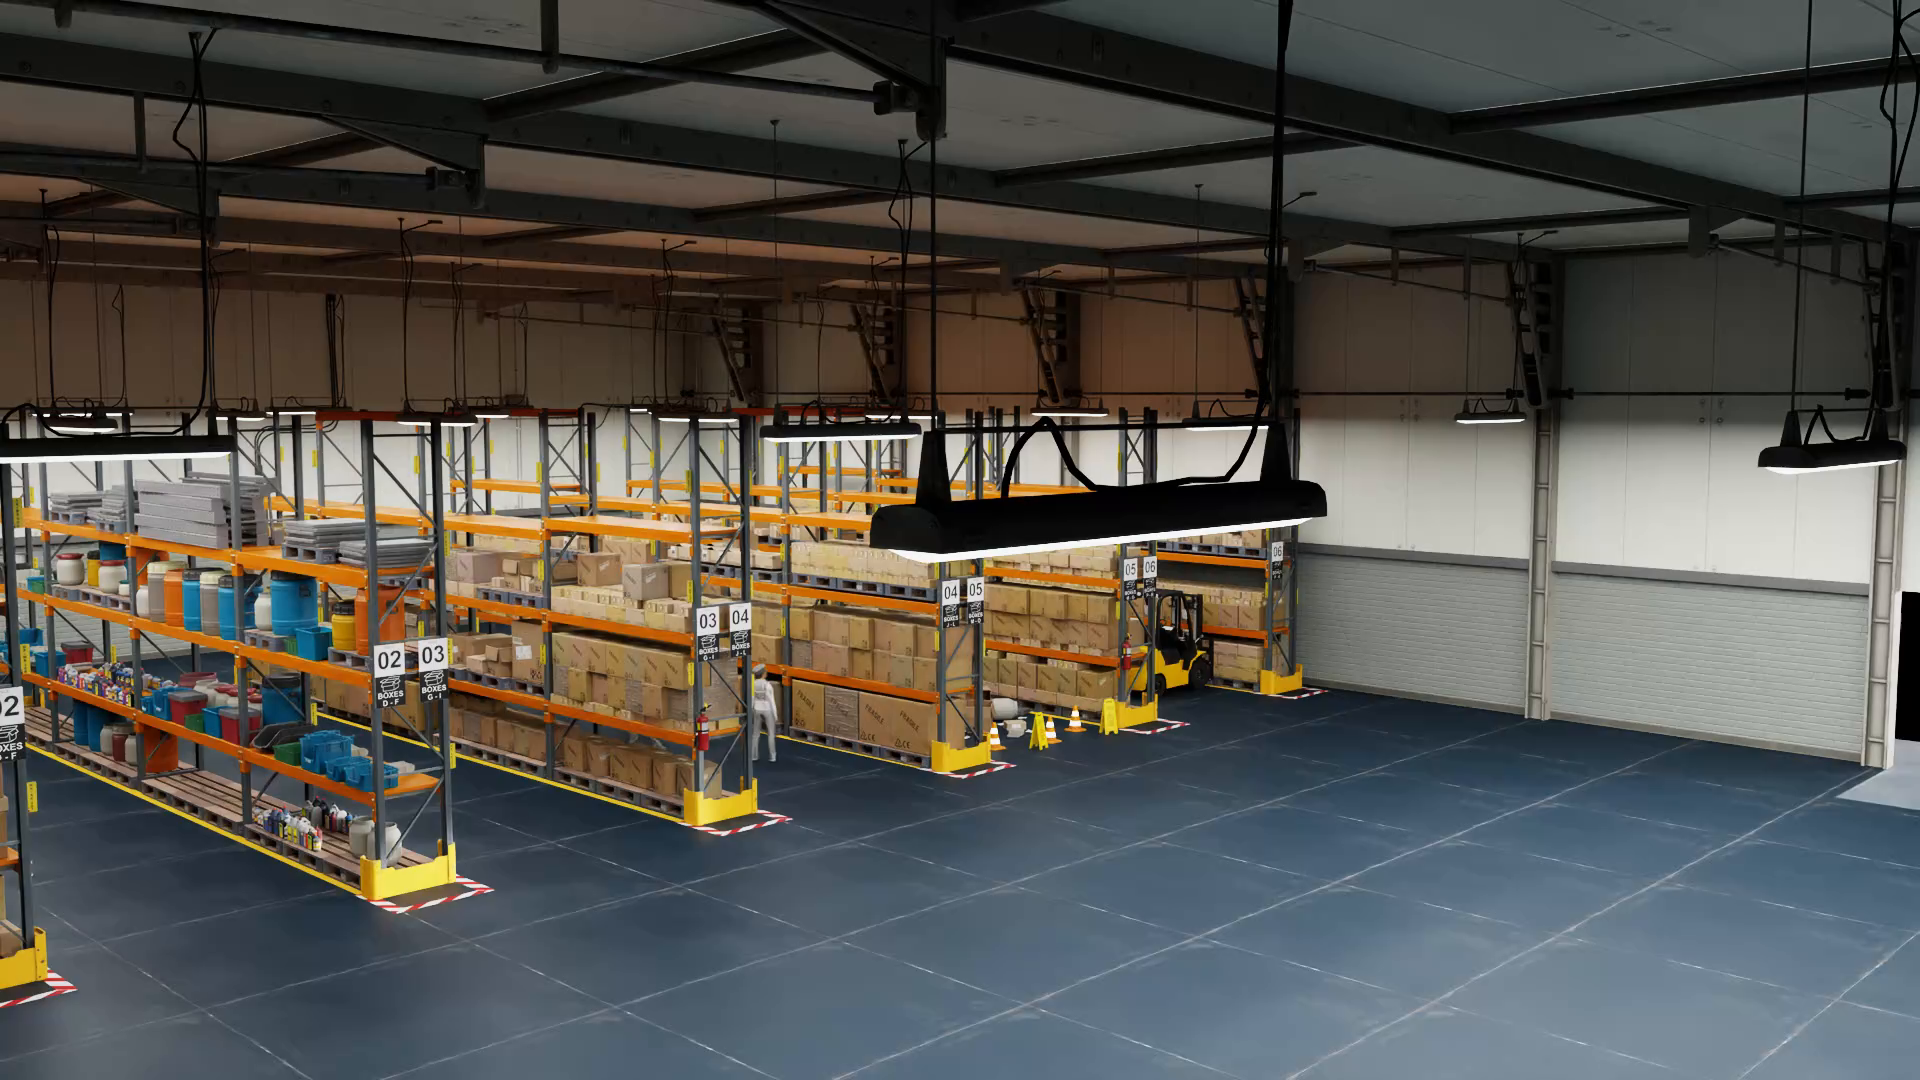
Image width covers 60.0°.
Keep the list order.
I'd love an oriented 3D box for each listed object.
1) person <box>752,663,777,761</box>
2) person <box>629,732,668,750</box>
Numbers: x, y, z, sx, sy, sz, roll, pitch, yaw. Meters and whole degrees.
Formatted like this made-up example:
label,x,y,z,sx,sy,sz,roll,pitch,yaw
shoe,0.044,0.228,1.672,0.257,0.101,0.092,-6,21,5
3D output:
label,x,y,z,sx,sy,sz,roll,pitch,yaw
person,-3.377,2.963,28.574,0.510,1.694,0.405,2,5,19
person,-5.518,2.926,29.326,0.635,1.698,0.604,1,5,8
